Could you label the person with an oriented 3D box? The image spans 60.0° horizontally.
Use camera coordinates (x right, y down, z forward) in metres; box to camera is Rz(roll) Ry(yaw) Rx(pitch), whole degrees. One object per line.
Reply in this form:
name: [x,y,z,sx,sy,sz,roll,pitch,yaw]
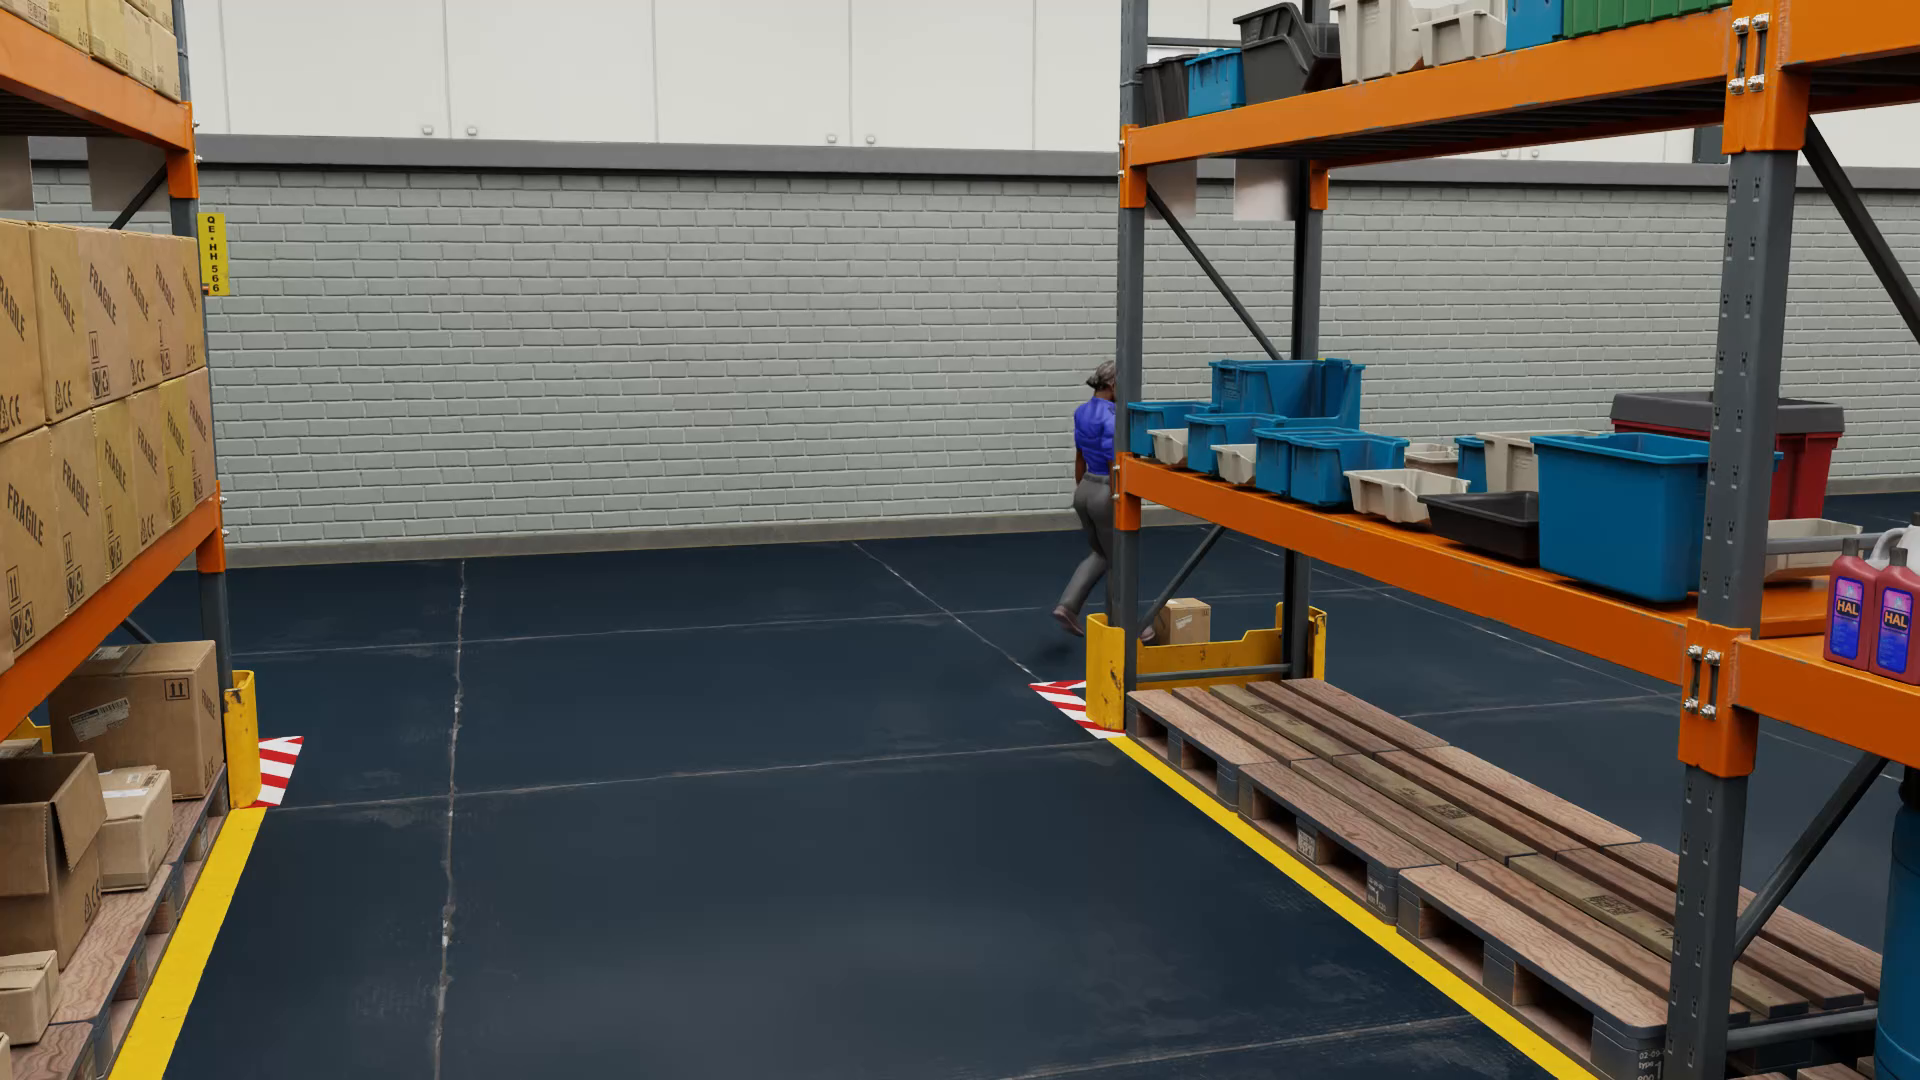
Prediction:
person: [0.862,-0.206,9.502,0.581,1.644,0.478,-5,11,-28]
